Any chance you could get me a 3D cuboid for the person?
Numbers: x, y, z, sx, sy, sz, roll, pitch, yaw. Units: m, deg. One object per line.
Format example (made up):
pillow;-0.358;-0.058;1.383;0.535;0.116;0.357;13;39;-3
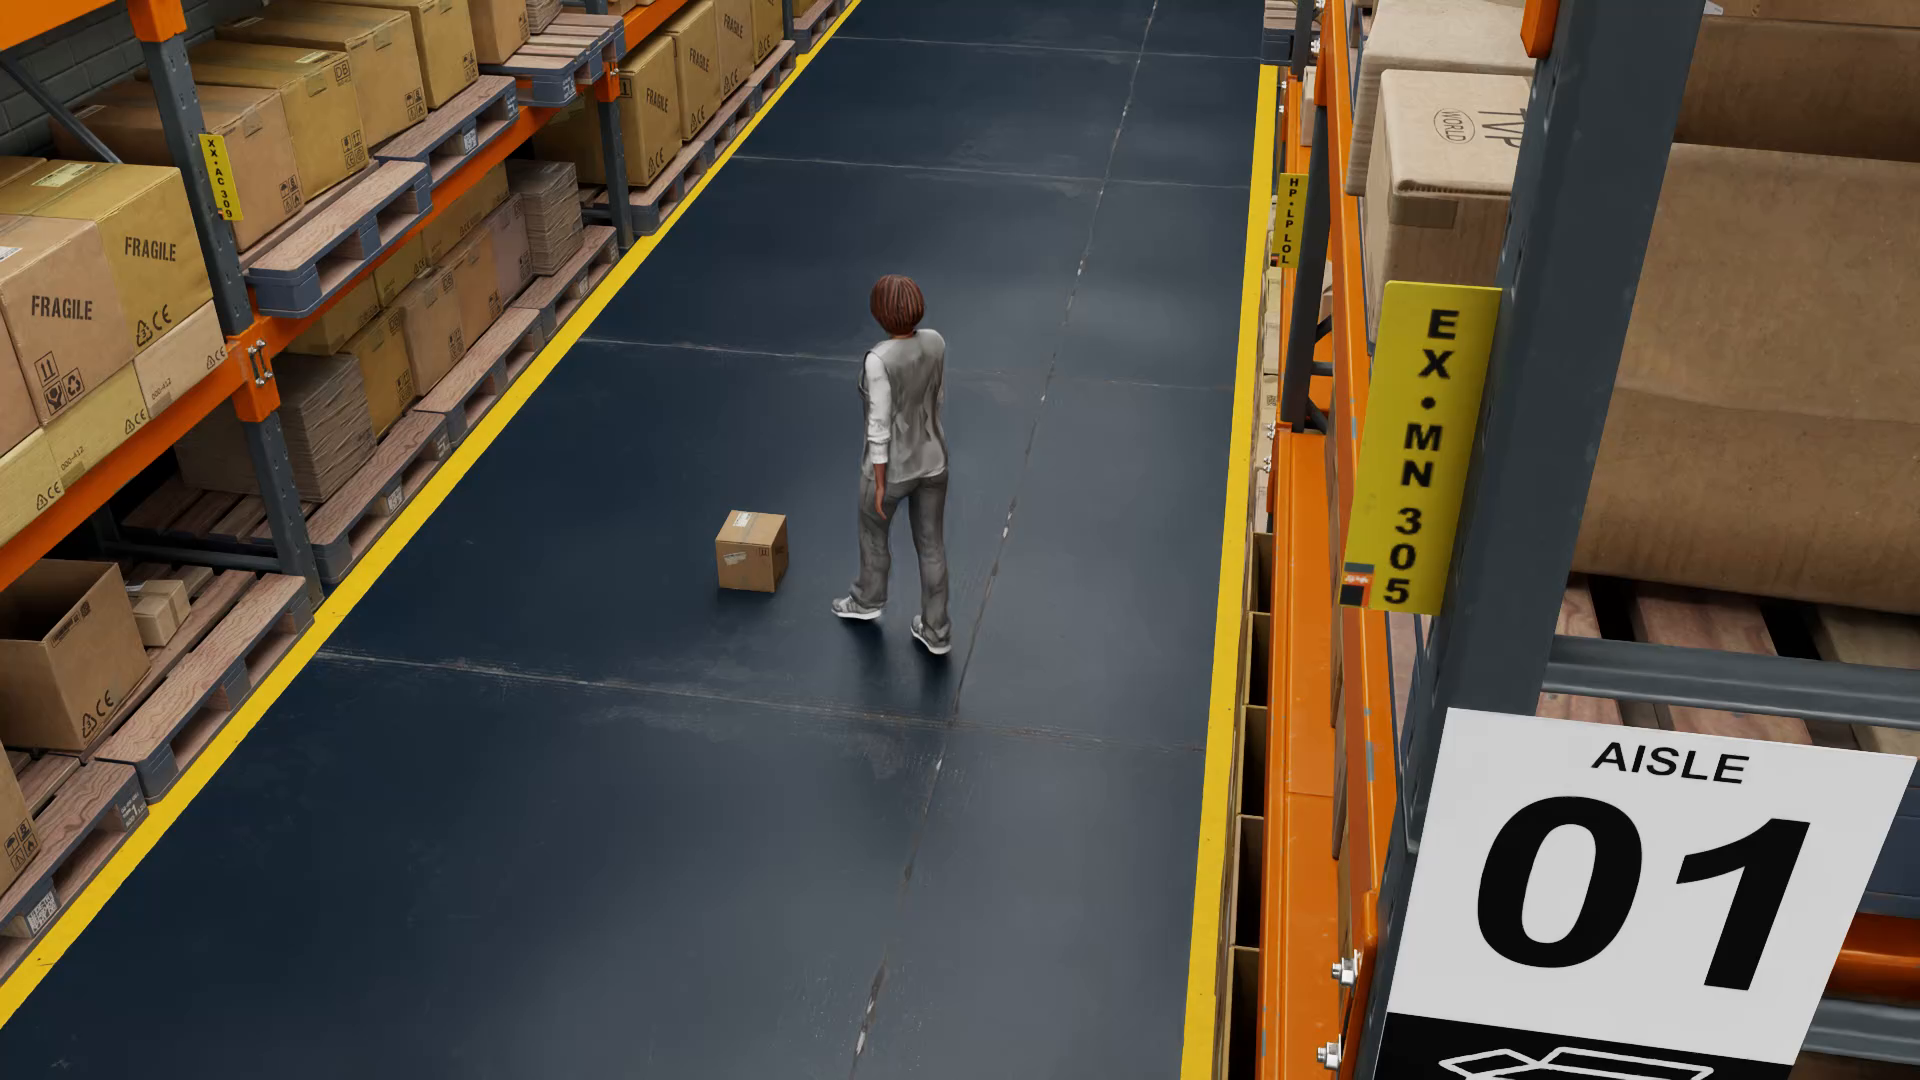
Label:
person;-0.235;-0.295;6.603;0.419;1.611;0.636;-21;38;-29
